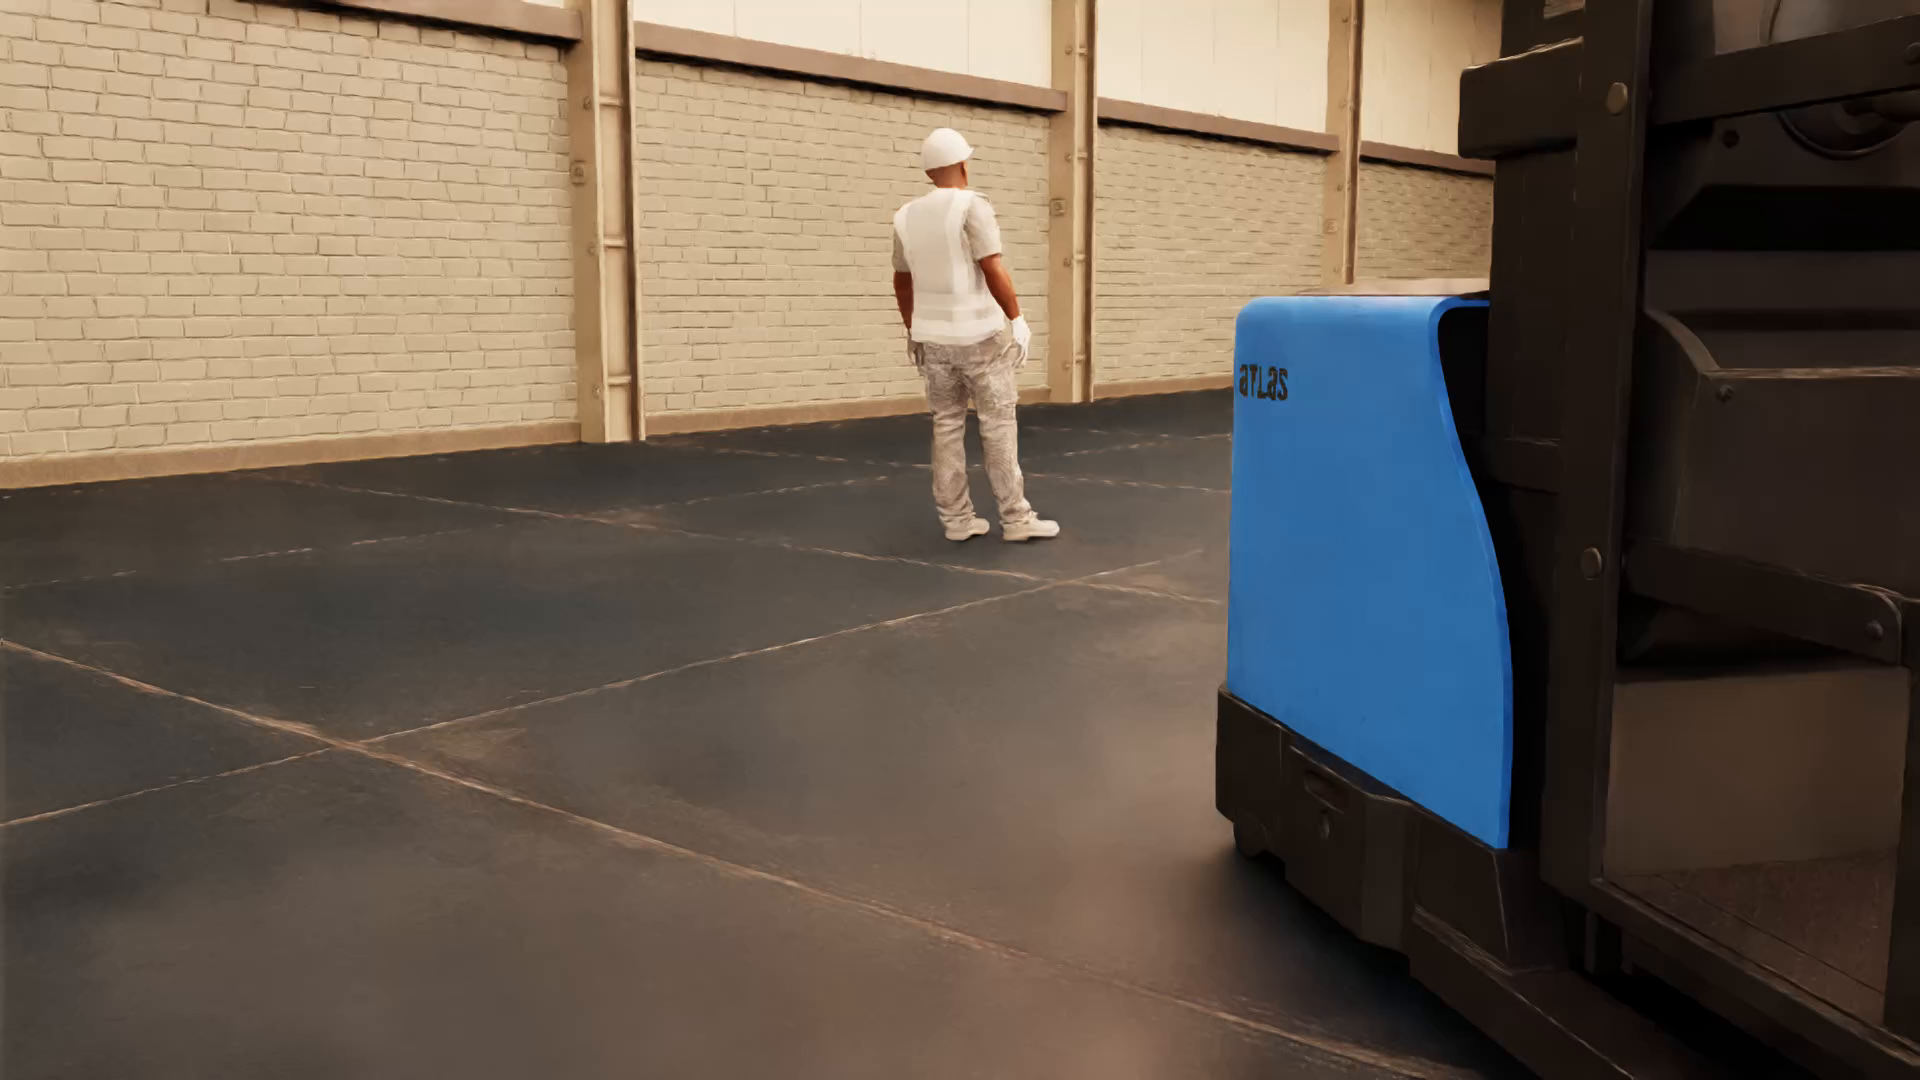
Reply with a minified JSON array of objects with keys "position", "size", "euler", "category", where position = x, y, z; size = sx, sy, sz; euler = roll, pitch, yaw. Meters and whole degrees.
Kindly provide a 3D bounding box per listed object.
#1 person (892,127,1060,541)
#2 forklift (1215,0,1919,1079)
[{"position":[0.052,-0.896,7.325],"size":[0.655,1.782,0.576],"euler":[7,11,38],"category":"person"},{"position":[1.350,-0.665,1.827],"size":[1.130,2.935,3.031],"euler":[-2,9,-13],"category":"forklift"}]
